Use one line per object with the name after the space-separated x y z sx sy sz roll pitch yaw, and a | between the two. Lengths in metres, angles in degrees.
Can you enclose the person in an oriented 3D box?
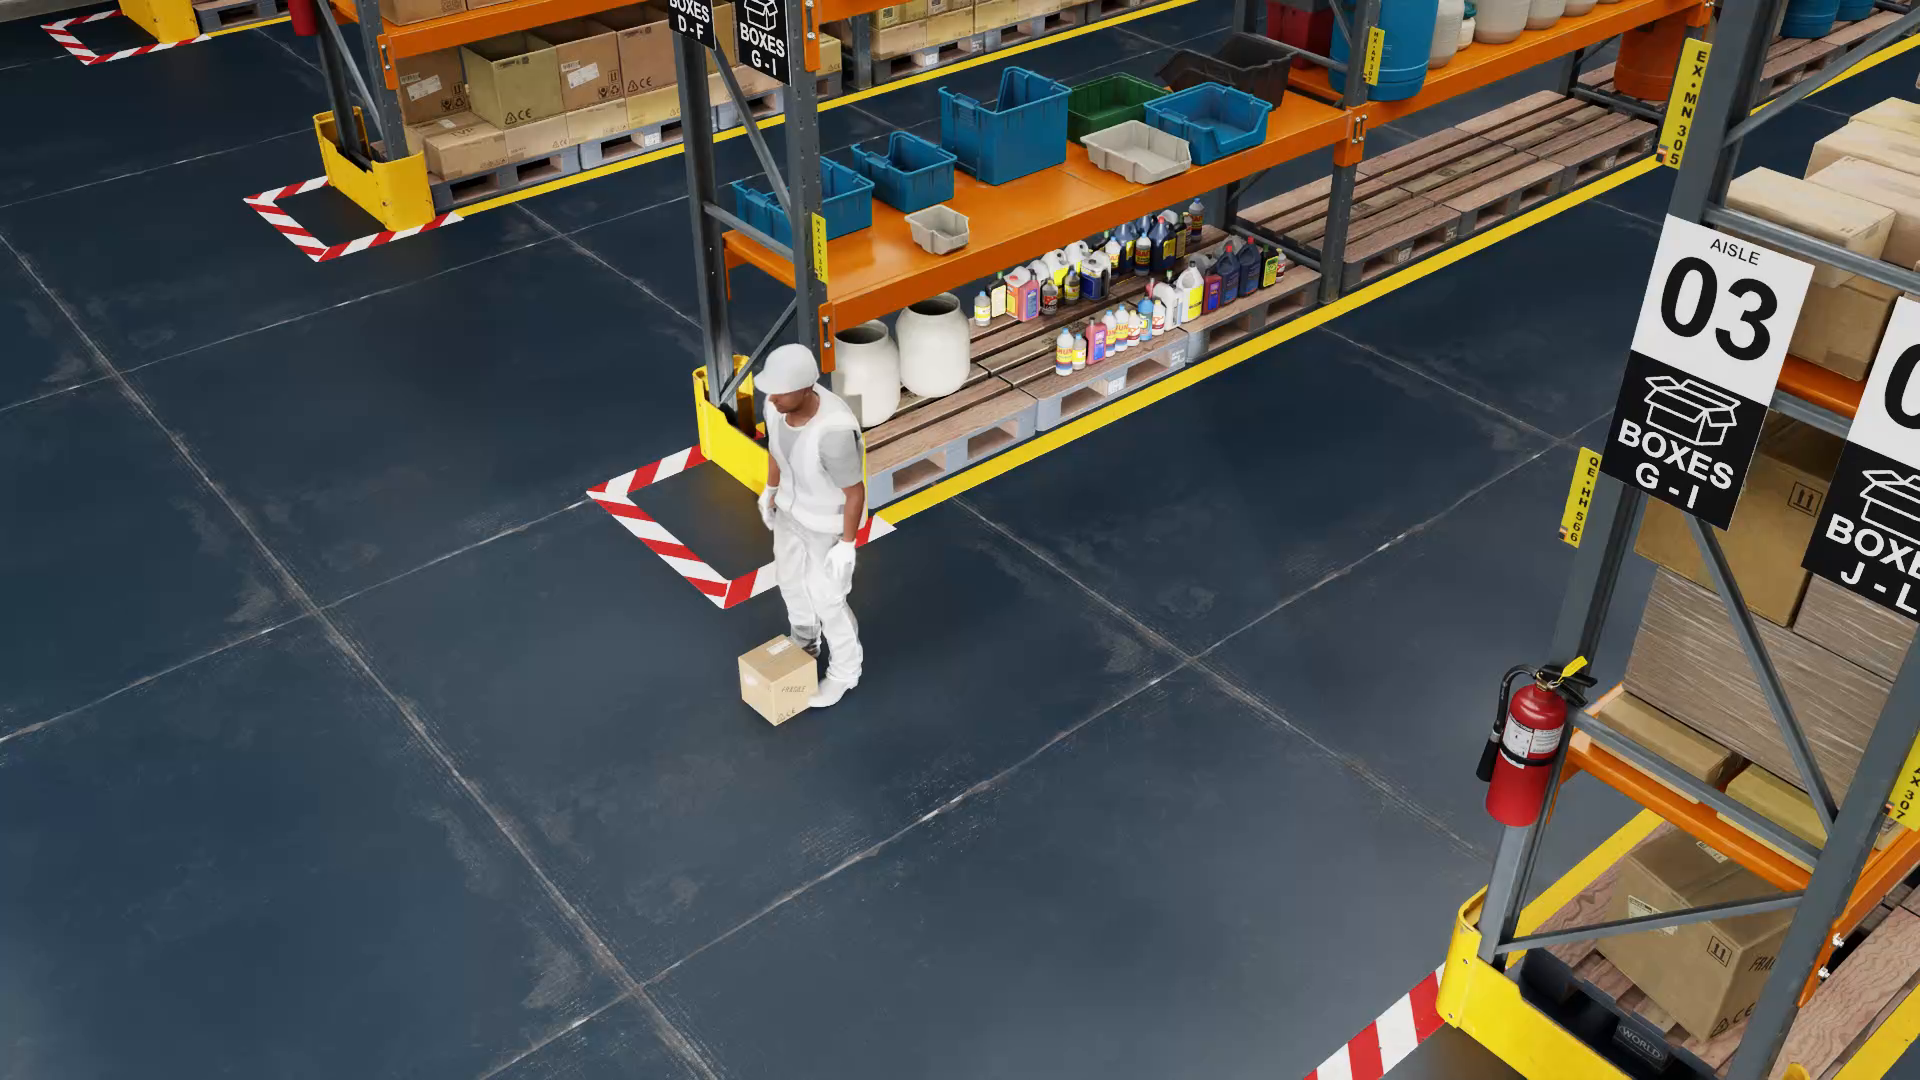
-0.650 -0.086 7.191 0.449 1.773 0.614 -27 44 -32 | person
